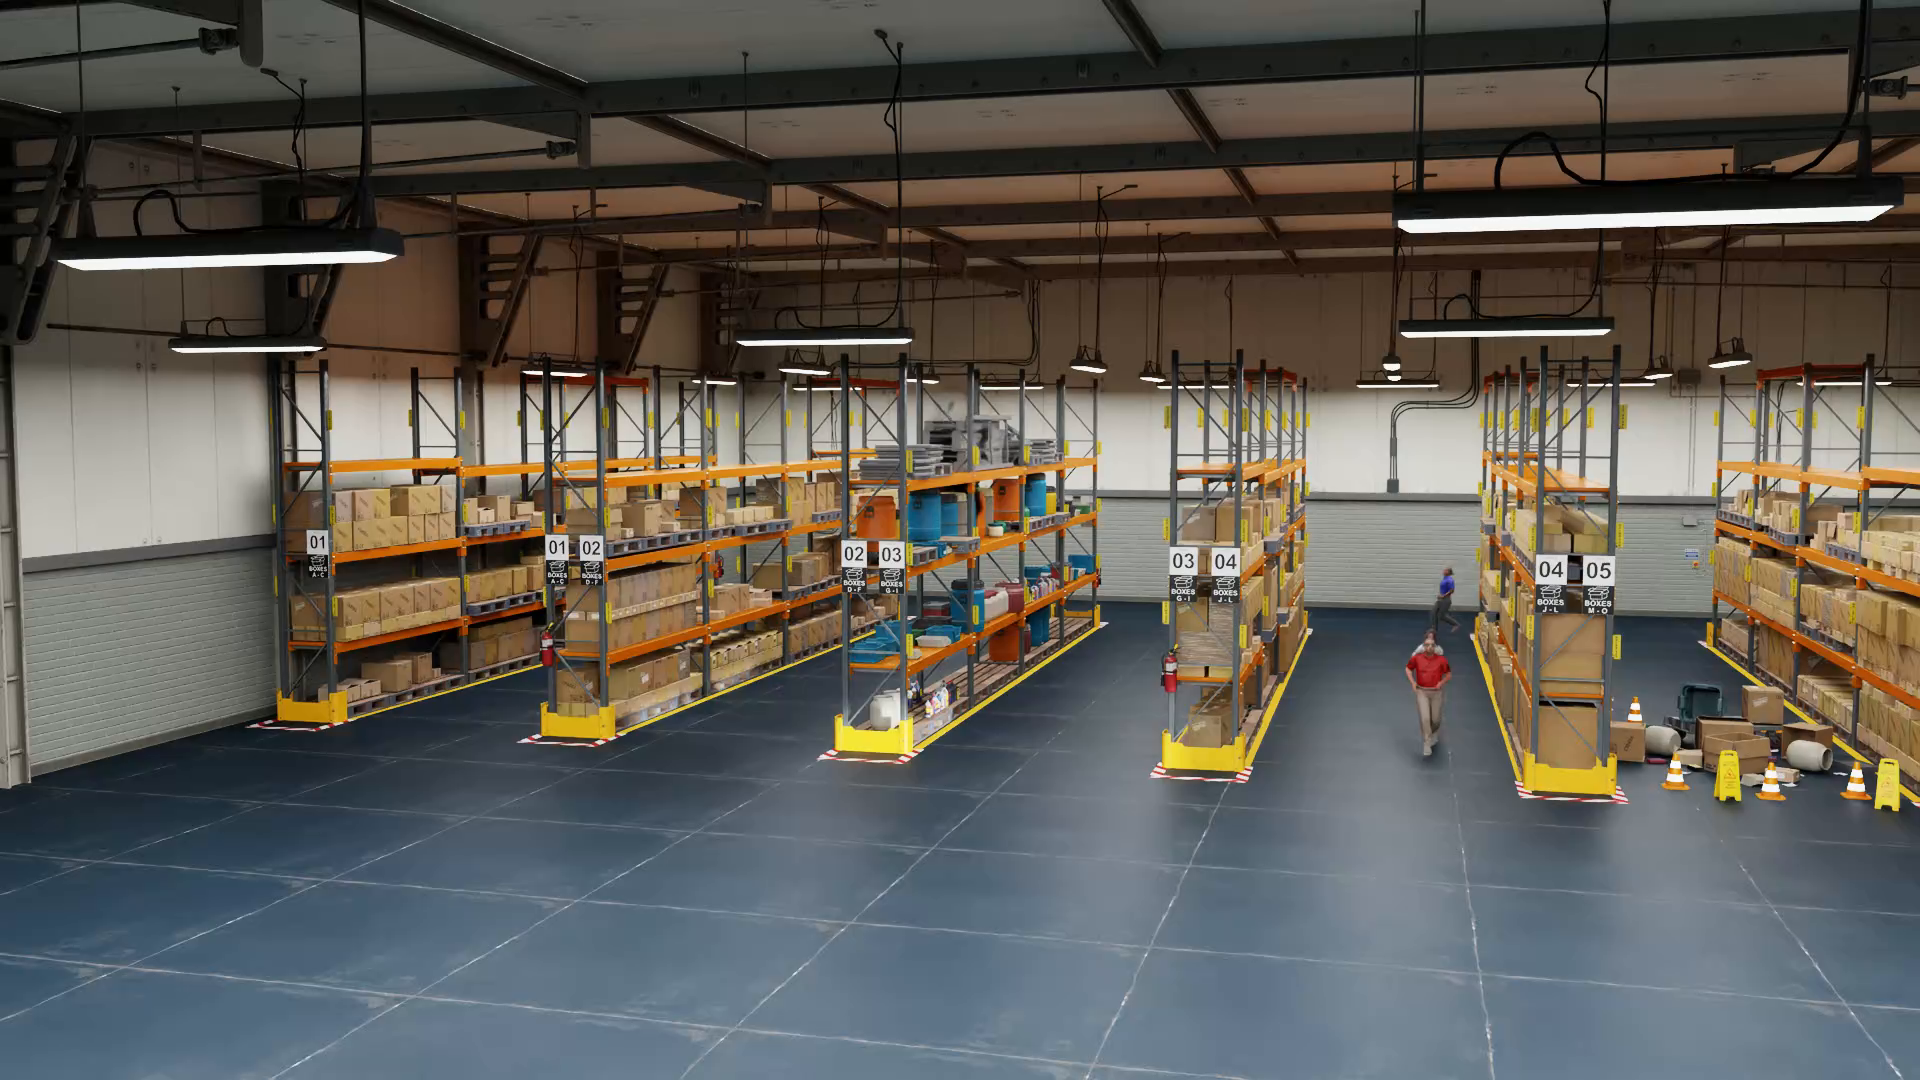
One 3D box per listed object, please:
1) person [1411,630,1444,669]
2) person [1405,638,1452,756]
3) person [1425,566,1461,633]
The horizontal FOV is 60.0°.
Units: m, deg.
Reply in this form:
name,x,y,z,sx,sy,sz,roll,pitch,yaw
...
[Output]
name,x,y,z,sx,sy,sz,roll,pitch,yaw
person,7.593,2.284,26.931,0.529,1.646,0.620,0,4,6
person,7.088,2.341,25.169,0.670,1.726,0.789,1,4,10
person,11.342,1.406,38.958,0.776,1.594,0.609,0,4,2
